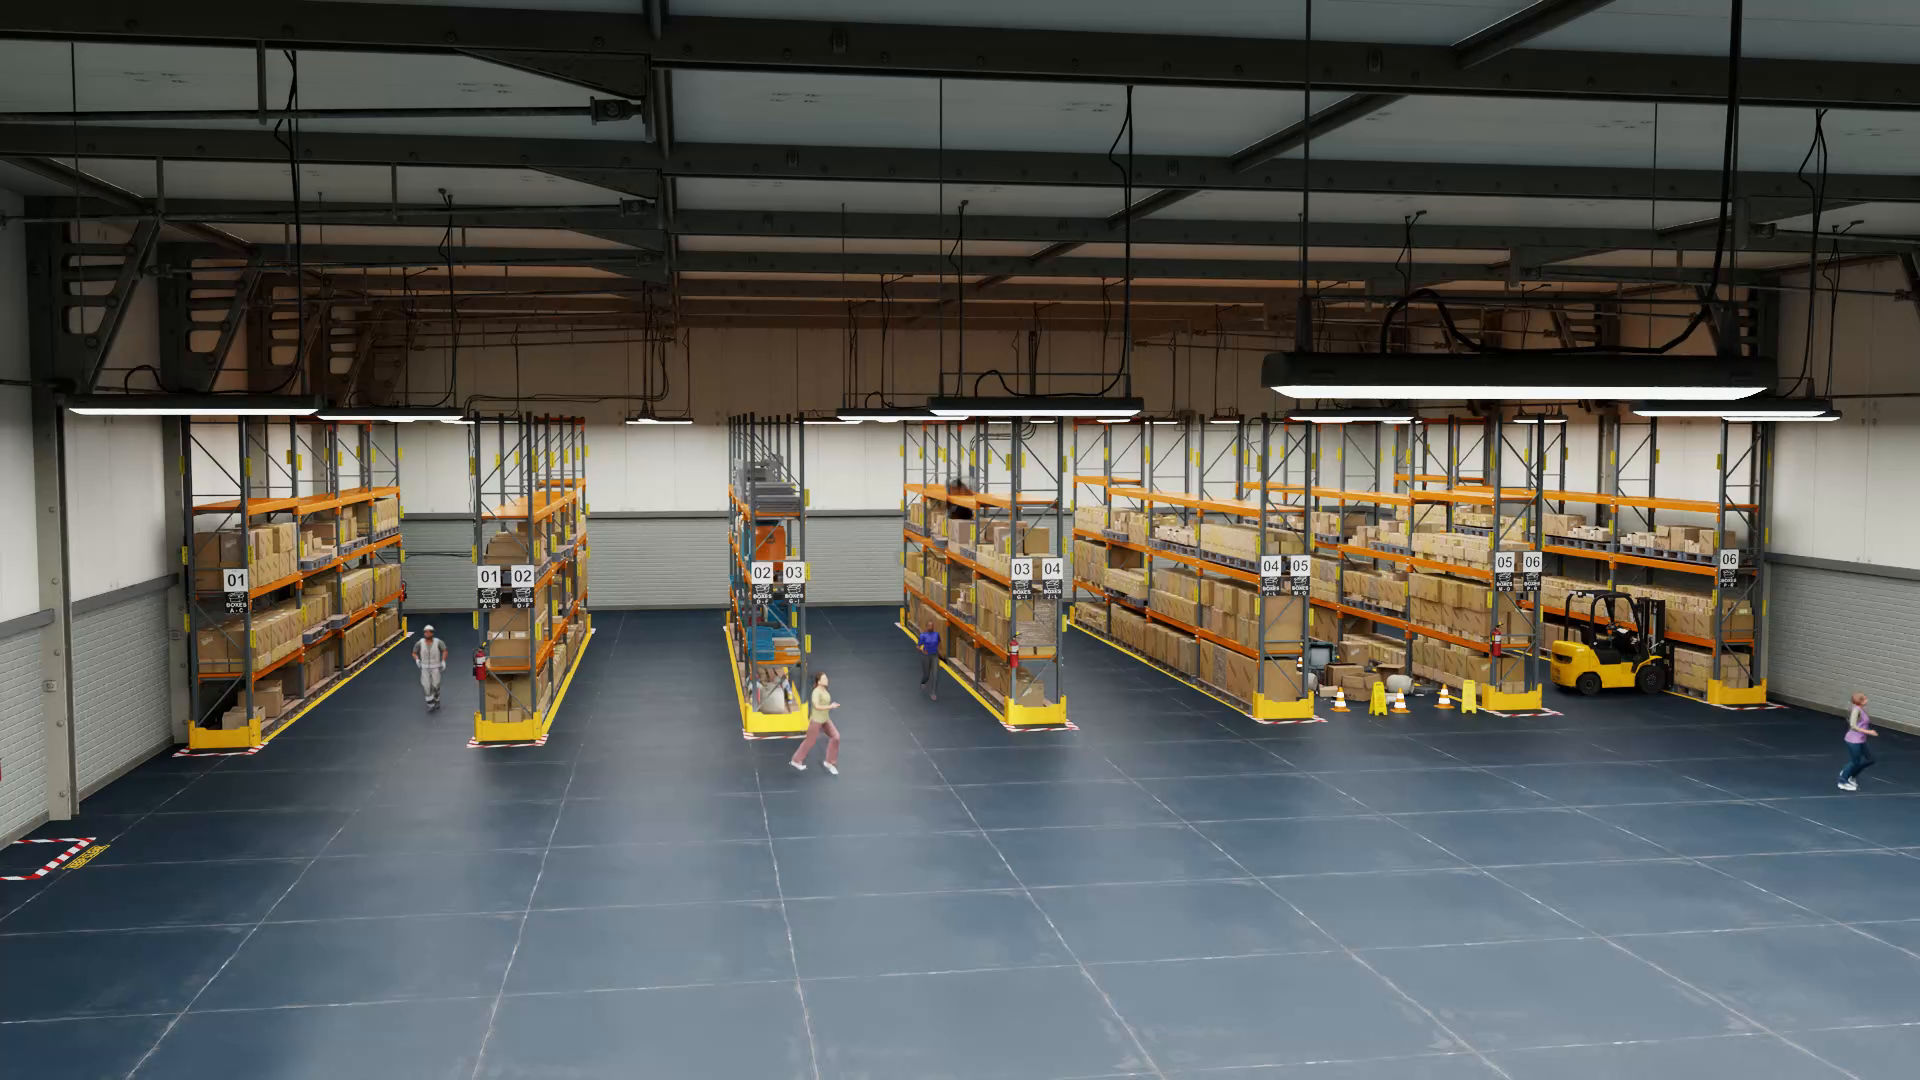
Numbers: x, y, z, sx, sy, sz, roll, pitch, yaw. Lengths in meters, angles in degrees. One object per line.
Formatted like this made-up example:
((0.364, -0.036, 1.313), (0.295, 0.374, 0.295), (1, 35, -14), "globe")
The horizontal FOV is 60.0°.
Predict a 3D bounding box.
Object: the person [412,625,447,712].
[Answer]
((-10.627, 2.580, 33.302), (0.661, 1.746, 0.572), (-1, 4, -13), "person")

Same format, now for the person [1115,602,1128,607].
((4.774, 1.557, 49.404), (0.749, 1.613, 0.646), (-4, 5, -44), "person")

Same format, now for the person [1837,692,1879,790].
((14.085, 3.204, 26.058), (0.585, 1.472, 0.536), (4, 5, 43), "person")

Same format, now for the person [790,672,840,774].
((-2.367, 3.024, 27.480), (0.862, 1.711, 0.580), (1, 4, 20), "person")

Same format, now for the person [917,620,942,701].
((-0.632, 2.523, 35.159), (0.579, 1.659, 0.859), (-1, 4, -15), "person")
